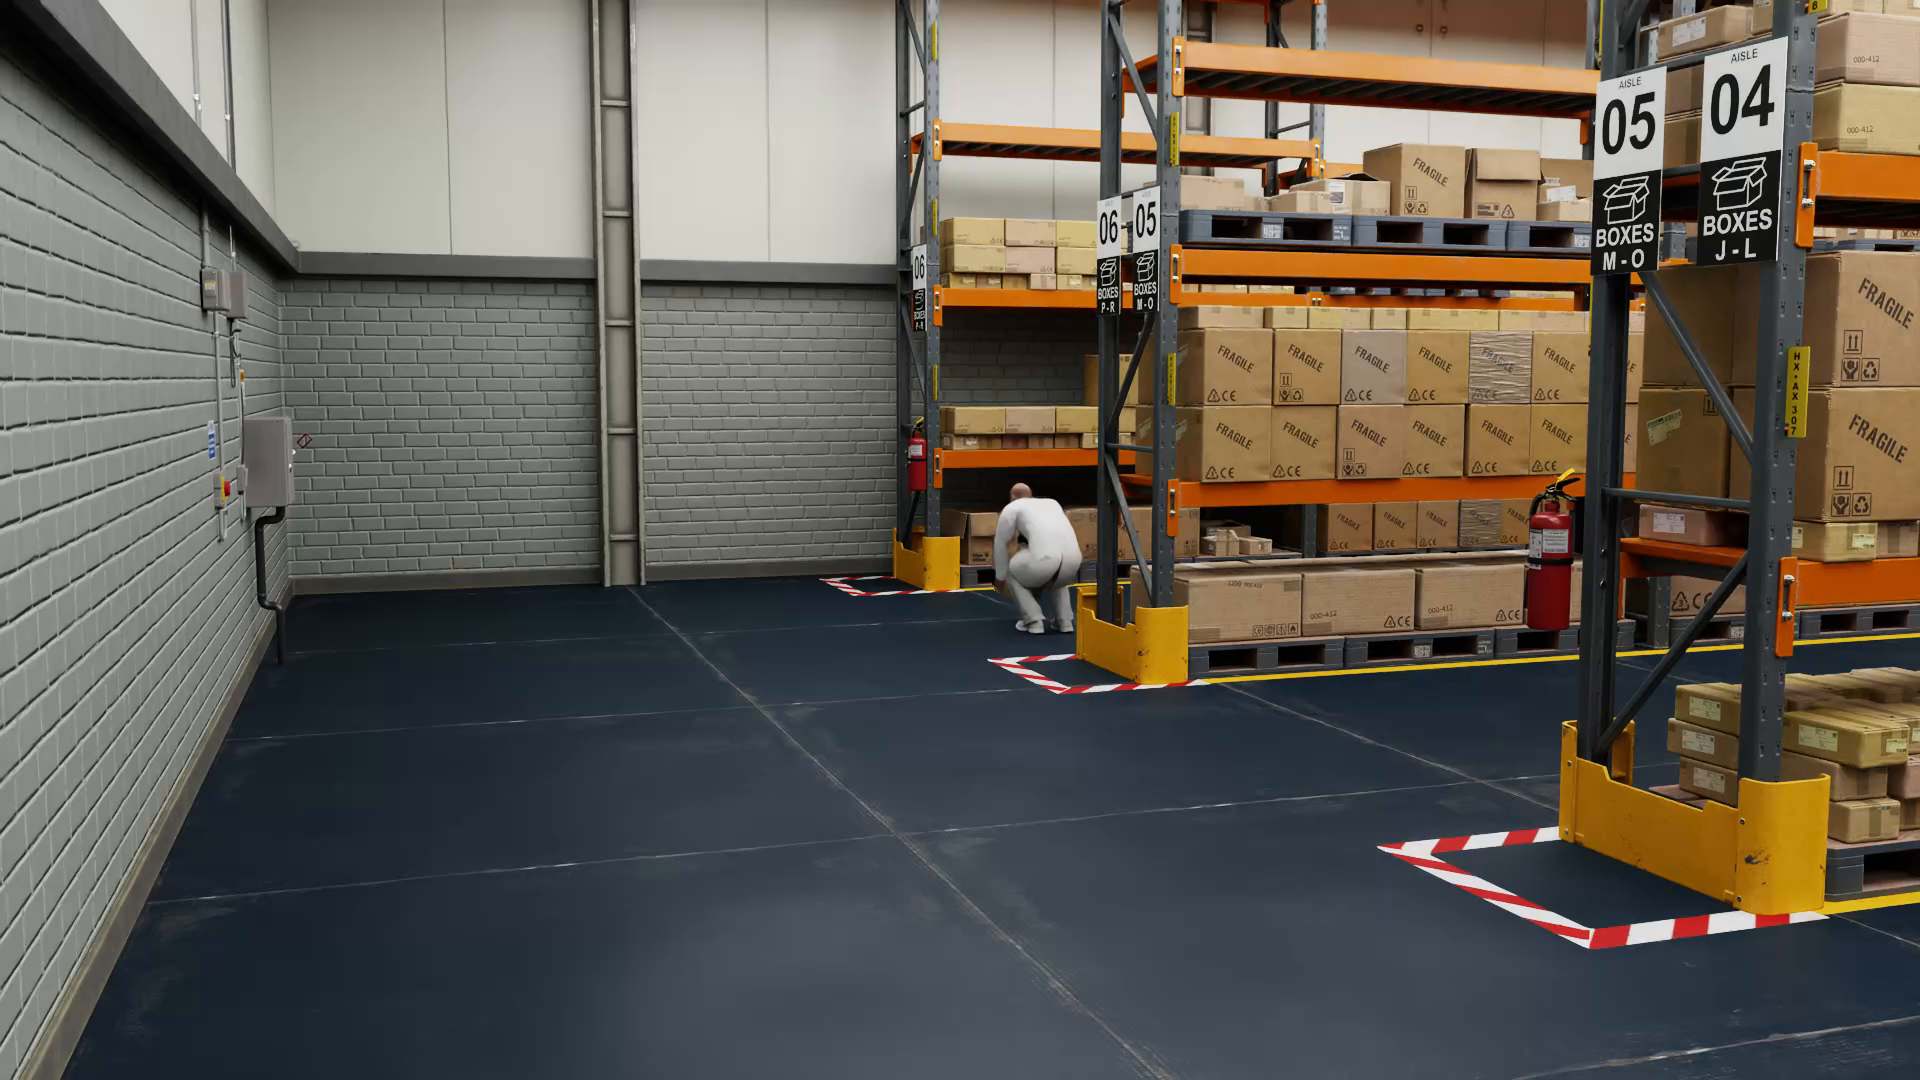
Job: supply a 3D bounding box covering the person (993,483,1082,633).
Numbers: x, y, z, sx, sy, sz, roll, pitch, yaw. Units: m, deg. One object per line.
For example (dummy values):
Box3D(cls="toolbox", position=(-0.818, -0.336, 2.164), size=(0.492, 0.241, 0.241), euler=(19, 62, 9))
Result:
Box3D(cls="person", position=(0.614, 0.175, 13.090), size=(0.620, 1.072, 0.838), euler=(-2, 6, -19))
